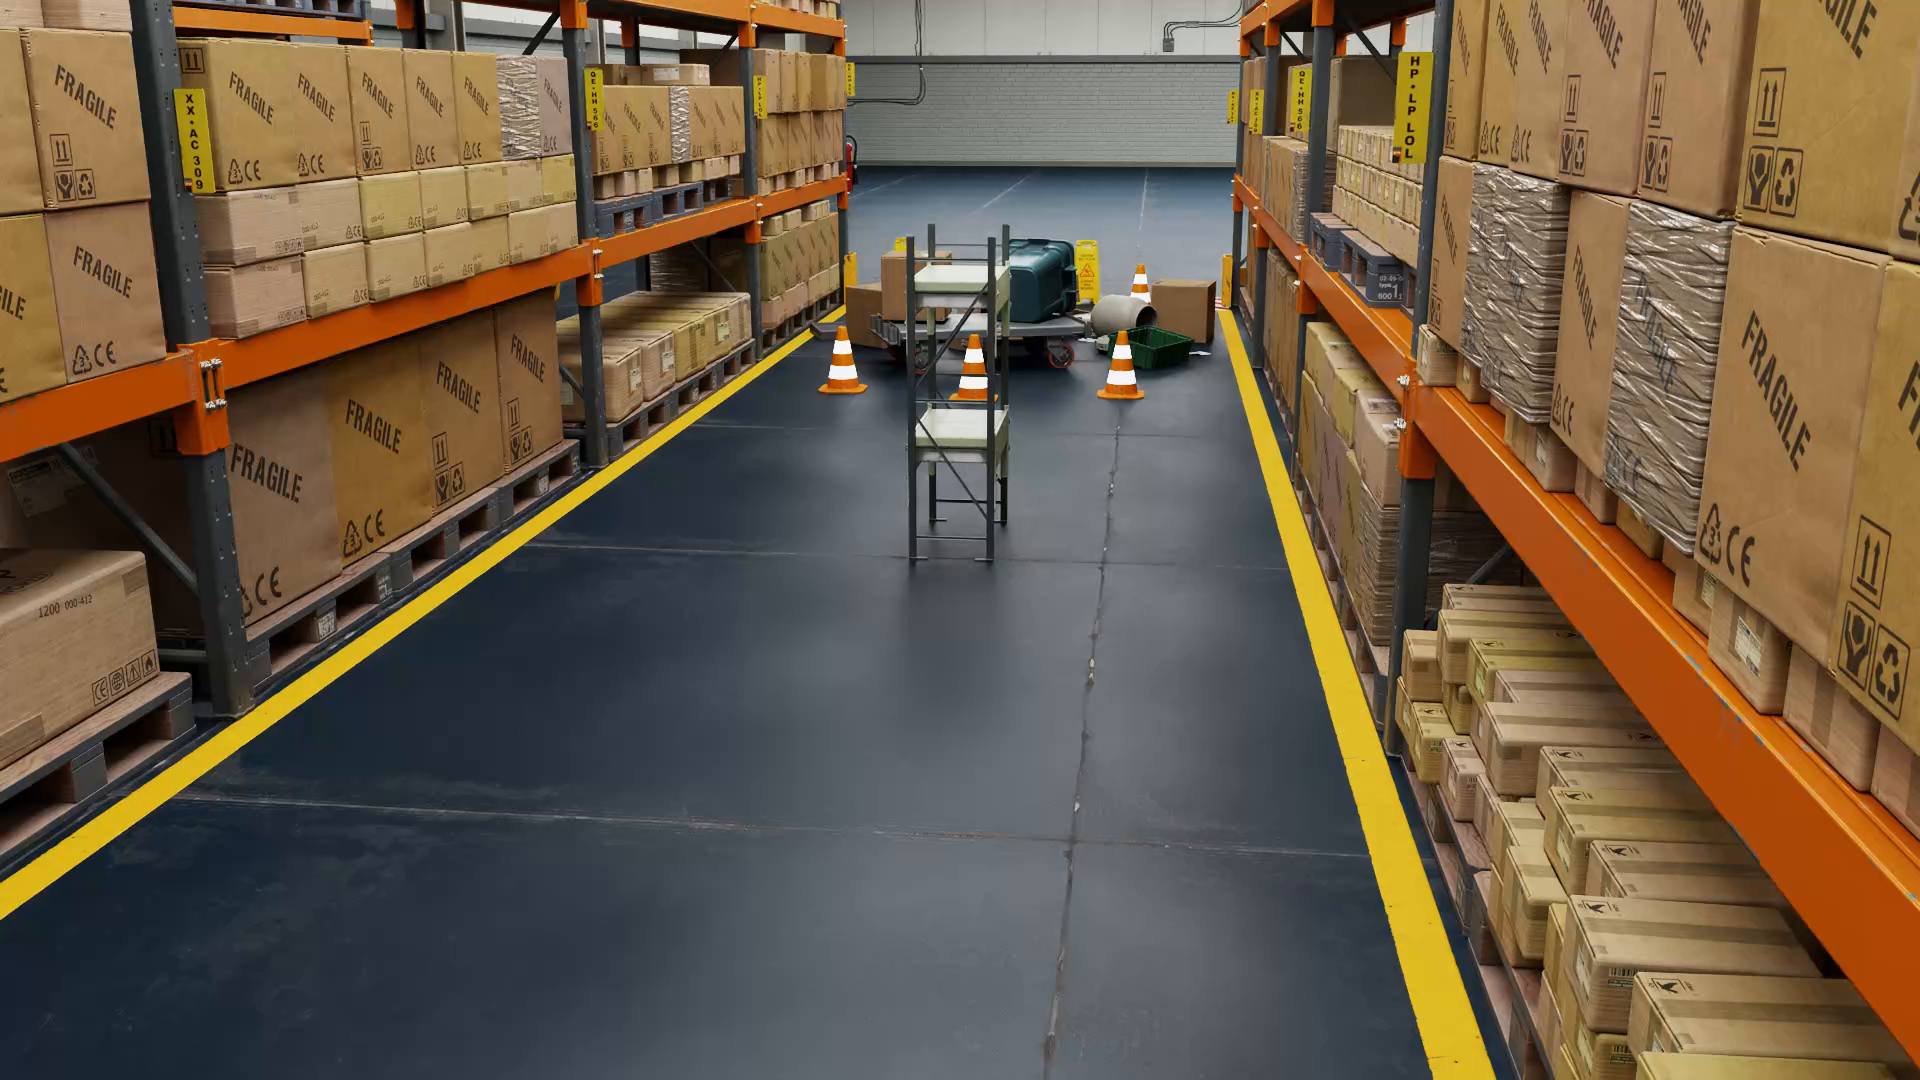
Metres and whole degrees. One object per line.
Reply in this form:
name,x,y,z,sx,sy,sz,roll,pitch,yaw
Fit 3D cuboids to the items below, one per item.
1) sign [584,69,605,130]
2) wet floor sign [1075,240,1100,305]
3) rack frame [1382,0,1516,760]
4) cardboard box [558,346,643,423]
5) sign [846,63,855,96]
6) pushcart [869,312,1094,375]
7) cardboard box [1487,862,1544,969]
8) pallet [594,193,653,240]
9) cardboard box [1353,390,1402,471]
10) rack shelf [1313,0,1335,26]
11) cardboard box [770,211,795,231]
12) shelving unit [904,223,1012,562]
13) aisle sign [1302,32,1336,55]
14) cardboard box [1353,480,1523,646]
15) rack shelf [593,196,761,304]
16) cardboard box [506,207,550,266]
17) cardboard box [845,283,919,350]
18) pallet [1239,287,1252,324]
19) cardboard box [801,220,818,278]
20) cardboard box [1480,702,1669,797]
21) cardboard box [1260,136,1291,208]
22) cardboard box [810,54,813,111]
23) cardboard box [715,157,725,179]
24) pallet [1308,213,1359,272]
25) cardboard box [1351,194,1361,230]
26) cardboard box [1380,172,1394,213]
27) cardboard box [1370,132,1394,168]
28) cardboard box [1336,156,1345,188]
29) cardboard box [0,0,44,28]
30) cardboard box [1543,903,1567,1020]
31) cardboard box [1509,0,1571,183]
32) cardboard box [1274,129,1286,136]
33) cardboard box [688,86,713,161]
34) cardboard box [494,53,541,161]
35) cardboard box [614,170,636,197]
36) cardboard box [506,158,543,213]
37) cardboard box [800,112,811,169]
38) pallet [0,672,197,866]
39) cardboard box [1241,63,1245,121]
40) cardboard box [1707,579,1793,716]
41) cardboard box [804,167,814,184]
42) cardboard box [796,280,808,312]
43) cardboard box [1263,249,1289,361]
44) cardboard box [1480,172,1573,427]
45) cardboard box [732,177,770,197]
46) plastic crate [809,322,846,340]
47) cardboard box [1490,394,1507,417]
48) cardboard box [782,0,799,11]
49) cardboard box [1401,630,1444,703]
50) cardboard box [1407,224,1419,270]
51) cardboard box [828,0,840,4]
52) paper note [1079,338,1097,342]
sign,-2.014,-2.426,9.167,0.100,0.325,0.005,2,15,6
wet floor sign,1.303,-2.767,17.158,0.267,0.644,0.232,-1,15,-3
rack frame,1.913,-0.725,5.097,1.000,3.000,0.127,2,15,6
cardboard box,-2.492,-0.963,10.205,0.950,0.372,0.625,1,15,2
sign,-1.114,-4.647,16.777,0.100,0.325,0.005,2,15,6
pushcart,0.157,-1.600,13.354,1.648,0.377,0.936,-4,16,-13
cardboard box,1.447,0.871,3.851,0.380,0.149,0.250,1,15,5
pallet,-2.591,-1.977,10.096,1.213,0.211,1.003,2,15,6
cardboard box,1.817,-0.417,6.504,0.500,0.250,0.500,2,15,9
rack shelf,2.139,-2.345,6.718,1.077,0.370,4.000,2,15,6
cardboard box,-1.649,-2.779,14.477,0.380,0.149,0.250,2,15,8
shelving unit,0.001,-0.726,7.973,0.431,1.500,0.755,2,15,6
aisle sign,3.573,-5.102,16.303,0.394,0.787,0.004,2,15,6
cardboard box,1.746,0.079,6.106,0.500,0.500,0.500,1,15,5
rack shelf,-2.340,-2.054,11.388,1.077,0.370,4.000,2,15,6
cardboard box,-2.407,-1.538,8.390,0.500,0.250,0.500,2,15,7
cardboard box,-0.641,-1.952,14.418,0.500,0.500,0.500,-14,20,-42
pallet,3.255,-2.282,16.196,1.003,0.211,1.213,2,15,6
cardboard box,-1.613,-2.713,15.474,0.500,0.500,0.500,1,15,5
cardboard box,1.482,0.513,4.035,0.380,0.149,0.250,2,15,7
cardboard box,2.489,-2.720,12.282,0.500,0.500,0.500,2,15,7
cardboard box,-1.718,-4.101,14.905,0.700,0.500,0.500,2,15,6
cardboard box,-1.939,-2.724,12.165,0.380,0.149,0.250,1,15,5
pallet,2.390,-1.482,8.264,1.213,0.211,1.003,2,15,6
cardboard box,2.024,-1.524,7.729,0.380,0.149,0.250,2,15,9
cardboard box,1.907,-1.401,6.704,0.380,0.149,0.250,2,15,7
cardboard box,1.973,-1.676,7.151,0.380,0.149,0.250,2,15,8
cardboard box,2.110,-1.868,8.431,0.380,0.149,0.250,2,15,9
cardboard box,-2.873,-1.534,4.740,0.380,0.149,0.250,2,15,8
cardboard box,1.388,0.862,3.317,0.380,0.149,0.250,2,15,9
cardboard box,1.489,-1.025,3.529,0.500,0.500,0.500,2,15,7
cardboard box,2.845,-2.968,13.106,0.875,0.550,0.550,2,15,6
cardboard box,-2.057,-2.925,11.668,0.500,0.500,0.500,2,15,8
cardboard box,-2.414,-2.138,8.215,0.500,0.500,0.500,2,15,7
cardboard box,-2.202,-2.184,10.170,0.380,0.149,0.250,1,15,3
cardboard box,-2.422,-1.785,8.346,0.500,0.250,0.500,1,15,5
cardboard box,-1.647,-3.610,15.003,0.500,0.500,0.500,2,15,7
pallet,-3.180,0.696,5.182,1.003,0.211,1.213,2,15,6
cardboard box,3.187,-4.336,16.095,0.875,0.550,0.550,2,15,6
cardboard box,1.302,0.145,2.361,0.380,0.149,0.250,2,15,8
cardboard box,-1.567,-3.399,15.466,0.380,0.149,0.250,2,15,6
cardboard box,-1.673,-2.216,15.076,0.500,0.250,0.500,1,15,6
cardboard box,2.835,-1.753,12.404,1.050,0.750,0.750,2,15,6
cardboard box,1.465,-0.538,3.643,0.500,0.500,0.500,1,15,5
cardboard box,-1.760,-2.871,13.513,0.380,0.149,0.250,2,15,6
plastic crate,-1.122,-1.893,15.010,0.402,0.080,0.583,-4,16,-13
cardboard box,1.623,-0.400,4.376,0.380,0.149,0.250,1,15,4
cardboard box,-1.603,-4.652,14.353,0.380,0.149,0.250,1,15,5
cardboard box,1.554,0.389,5.063,0.380,0.149,0.250,2,15,9
cardboard box,1.820,-1.047,5.965,0.380,0.149,0.250,2,15,6
cardboard box,-1.453,-5.336,16.118,0.500,0.250,0.500,2,15,6
paper note,1.151,-1.769,14.661,0.172,0.023,0.155,7,17,25
